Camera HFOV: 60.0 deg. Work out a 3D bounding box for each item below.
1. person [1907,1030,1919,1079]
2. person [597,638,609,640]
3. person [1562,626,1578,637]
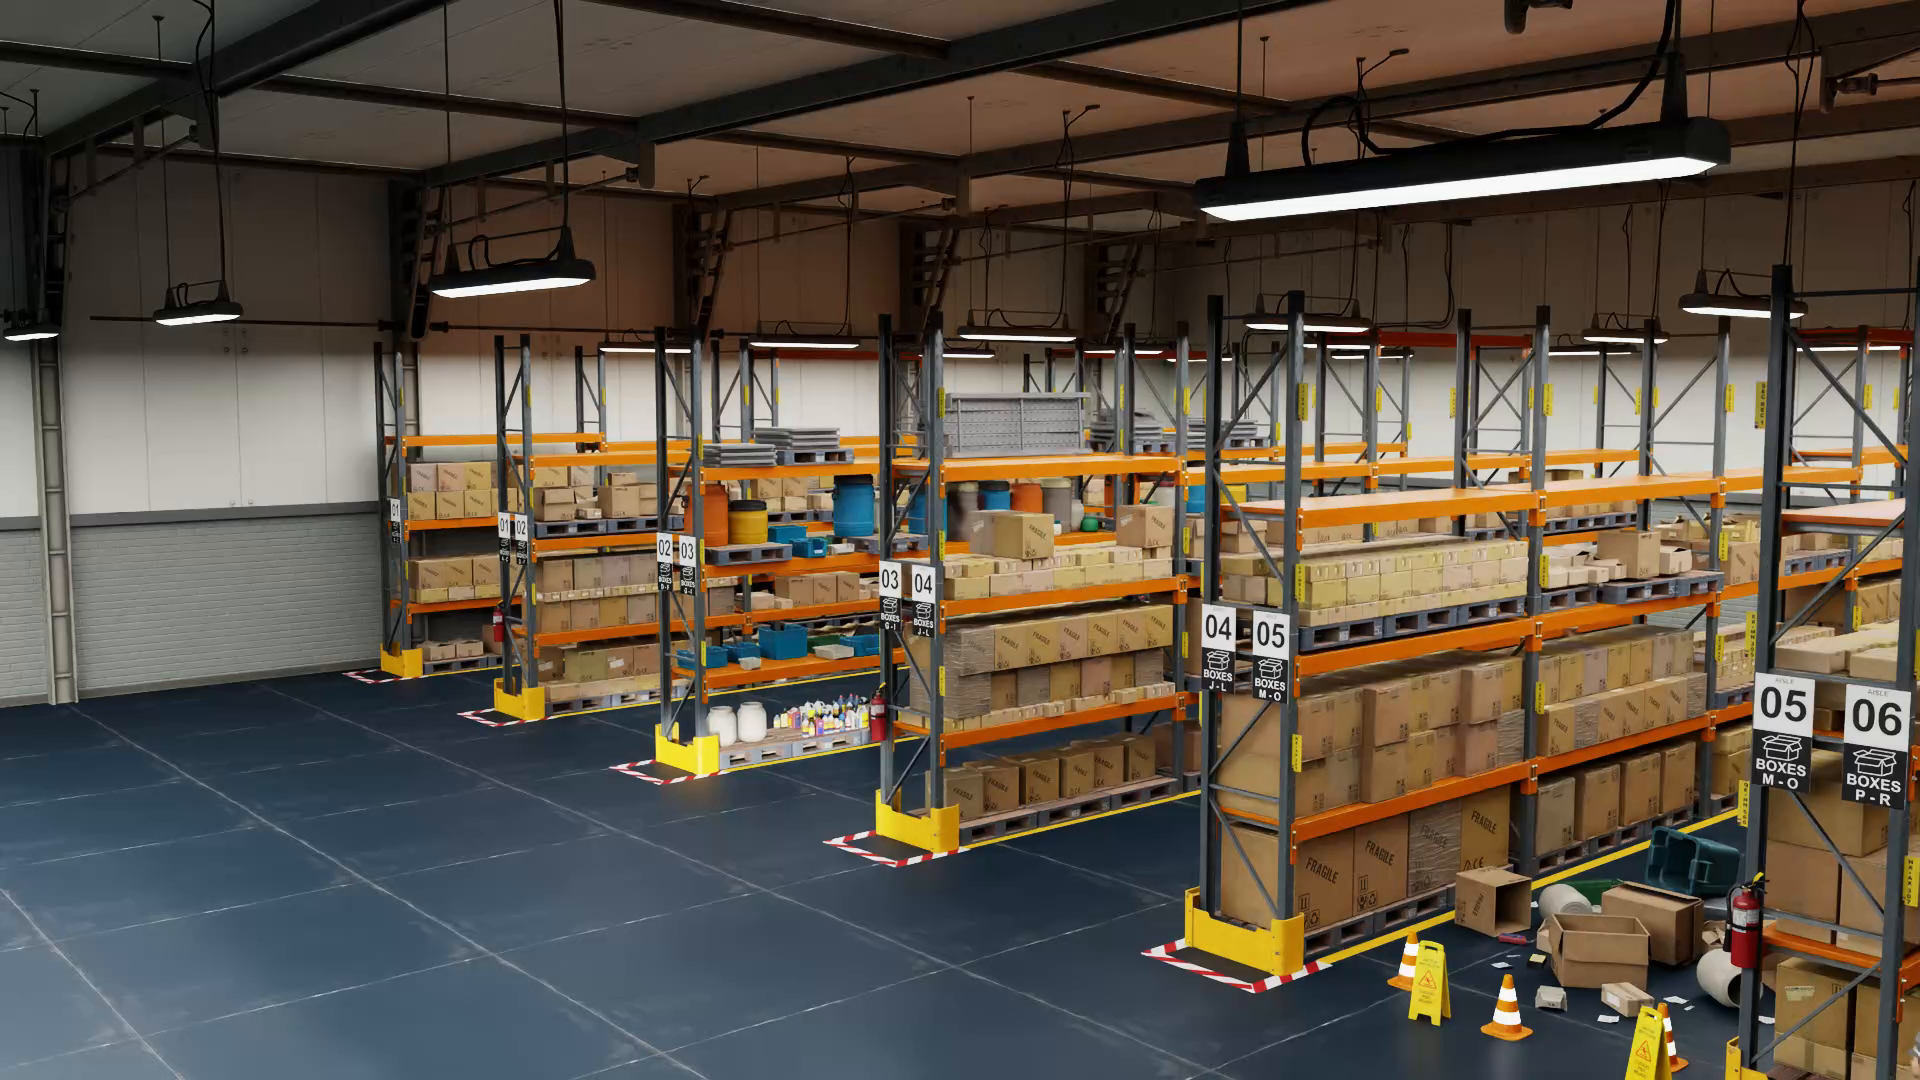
[{"bbox_3d":[5.282,3.514,9.080,0.959,1.650,0.454,3,6,31],"label":"person"},{"bbox_3d":[-6.662,1.534,30.929,0.507,1.704,0.524,-1,5,-9],"label":"person"},{"bbox_3d":[8.933,2.041,24.432,0.553,1.798,0.397,-3,6,-31],"label":"person"}]
